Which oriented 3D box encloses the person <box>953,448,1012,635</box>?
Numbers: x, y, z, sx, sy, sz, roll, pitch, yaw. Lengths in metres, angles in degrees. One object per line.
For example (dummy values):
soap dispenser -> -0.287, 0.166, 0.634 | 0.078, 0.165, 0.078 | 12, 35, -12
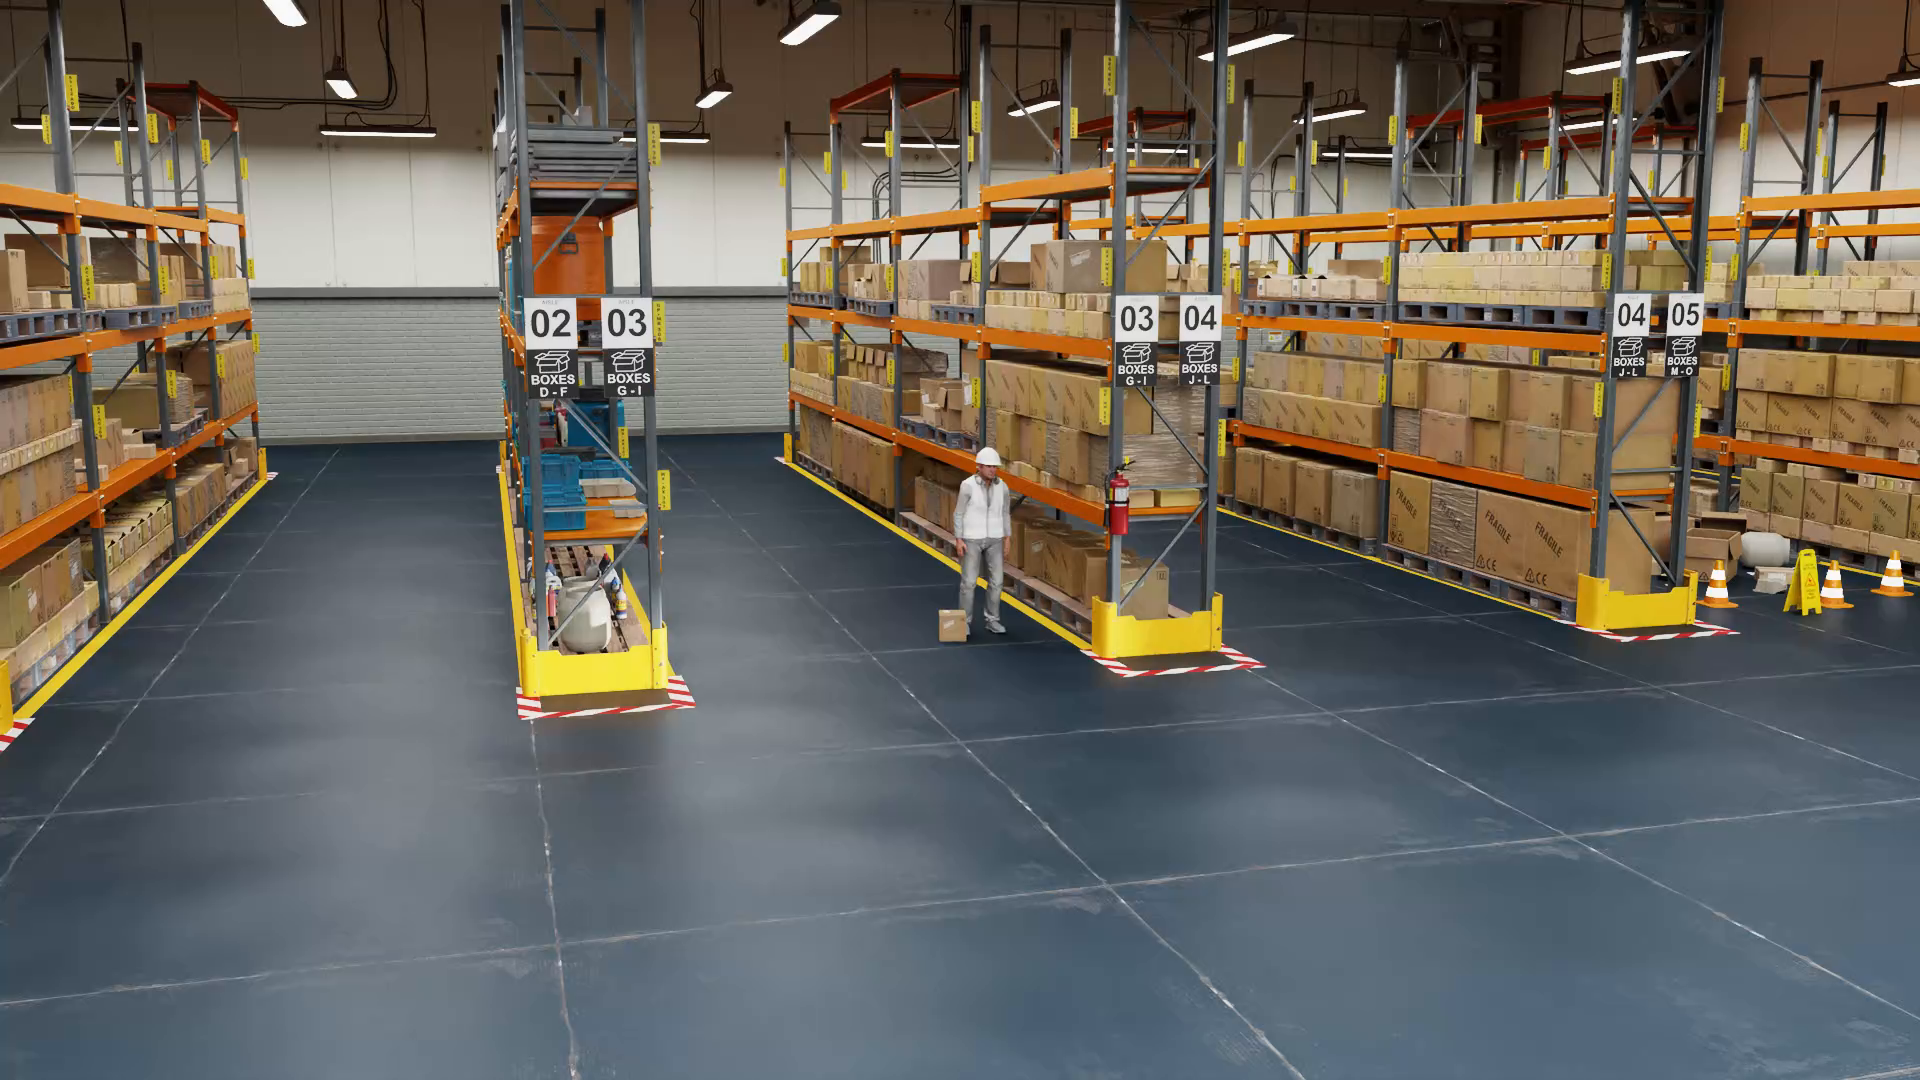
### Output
person -> 0.219, 0.002, 15.779 | 0.593, 1.771, 0.464 | -4, 10, -21
